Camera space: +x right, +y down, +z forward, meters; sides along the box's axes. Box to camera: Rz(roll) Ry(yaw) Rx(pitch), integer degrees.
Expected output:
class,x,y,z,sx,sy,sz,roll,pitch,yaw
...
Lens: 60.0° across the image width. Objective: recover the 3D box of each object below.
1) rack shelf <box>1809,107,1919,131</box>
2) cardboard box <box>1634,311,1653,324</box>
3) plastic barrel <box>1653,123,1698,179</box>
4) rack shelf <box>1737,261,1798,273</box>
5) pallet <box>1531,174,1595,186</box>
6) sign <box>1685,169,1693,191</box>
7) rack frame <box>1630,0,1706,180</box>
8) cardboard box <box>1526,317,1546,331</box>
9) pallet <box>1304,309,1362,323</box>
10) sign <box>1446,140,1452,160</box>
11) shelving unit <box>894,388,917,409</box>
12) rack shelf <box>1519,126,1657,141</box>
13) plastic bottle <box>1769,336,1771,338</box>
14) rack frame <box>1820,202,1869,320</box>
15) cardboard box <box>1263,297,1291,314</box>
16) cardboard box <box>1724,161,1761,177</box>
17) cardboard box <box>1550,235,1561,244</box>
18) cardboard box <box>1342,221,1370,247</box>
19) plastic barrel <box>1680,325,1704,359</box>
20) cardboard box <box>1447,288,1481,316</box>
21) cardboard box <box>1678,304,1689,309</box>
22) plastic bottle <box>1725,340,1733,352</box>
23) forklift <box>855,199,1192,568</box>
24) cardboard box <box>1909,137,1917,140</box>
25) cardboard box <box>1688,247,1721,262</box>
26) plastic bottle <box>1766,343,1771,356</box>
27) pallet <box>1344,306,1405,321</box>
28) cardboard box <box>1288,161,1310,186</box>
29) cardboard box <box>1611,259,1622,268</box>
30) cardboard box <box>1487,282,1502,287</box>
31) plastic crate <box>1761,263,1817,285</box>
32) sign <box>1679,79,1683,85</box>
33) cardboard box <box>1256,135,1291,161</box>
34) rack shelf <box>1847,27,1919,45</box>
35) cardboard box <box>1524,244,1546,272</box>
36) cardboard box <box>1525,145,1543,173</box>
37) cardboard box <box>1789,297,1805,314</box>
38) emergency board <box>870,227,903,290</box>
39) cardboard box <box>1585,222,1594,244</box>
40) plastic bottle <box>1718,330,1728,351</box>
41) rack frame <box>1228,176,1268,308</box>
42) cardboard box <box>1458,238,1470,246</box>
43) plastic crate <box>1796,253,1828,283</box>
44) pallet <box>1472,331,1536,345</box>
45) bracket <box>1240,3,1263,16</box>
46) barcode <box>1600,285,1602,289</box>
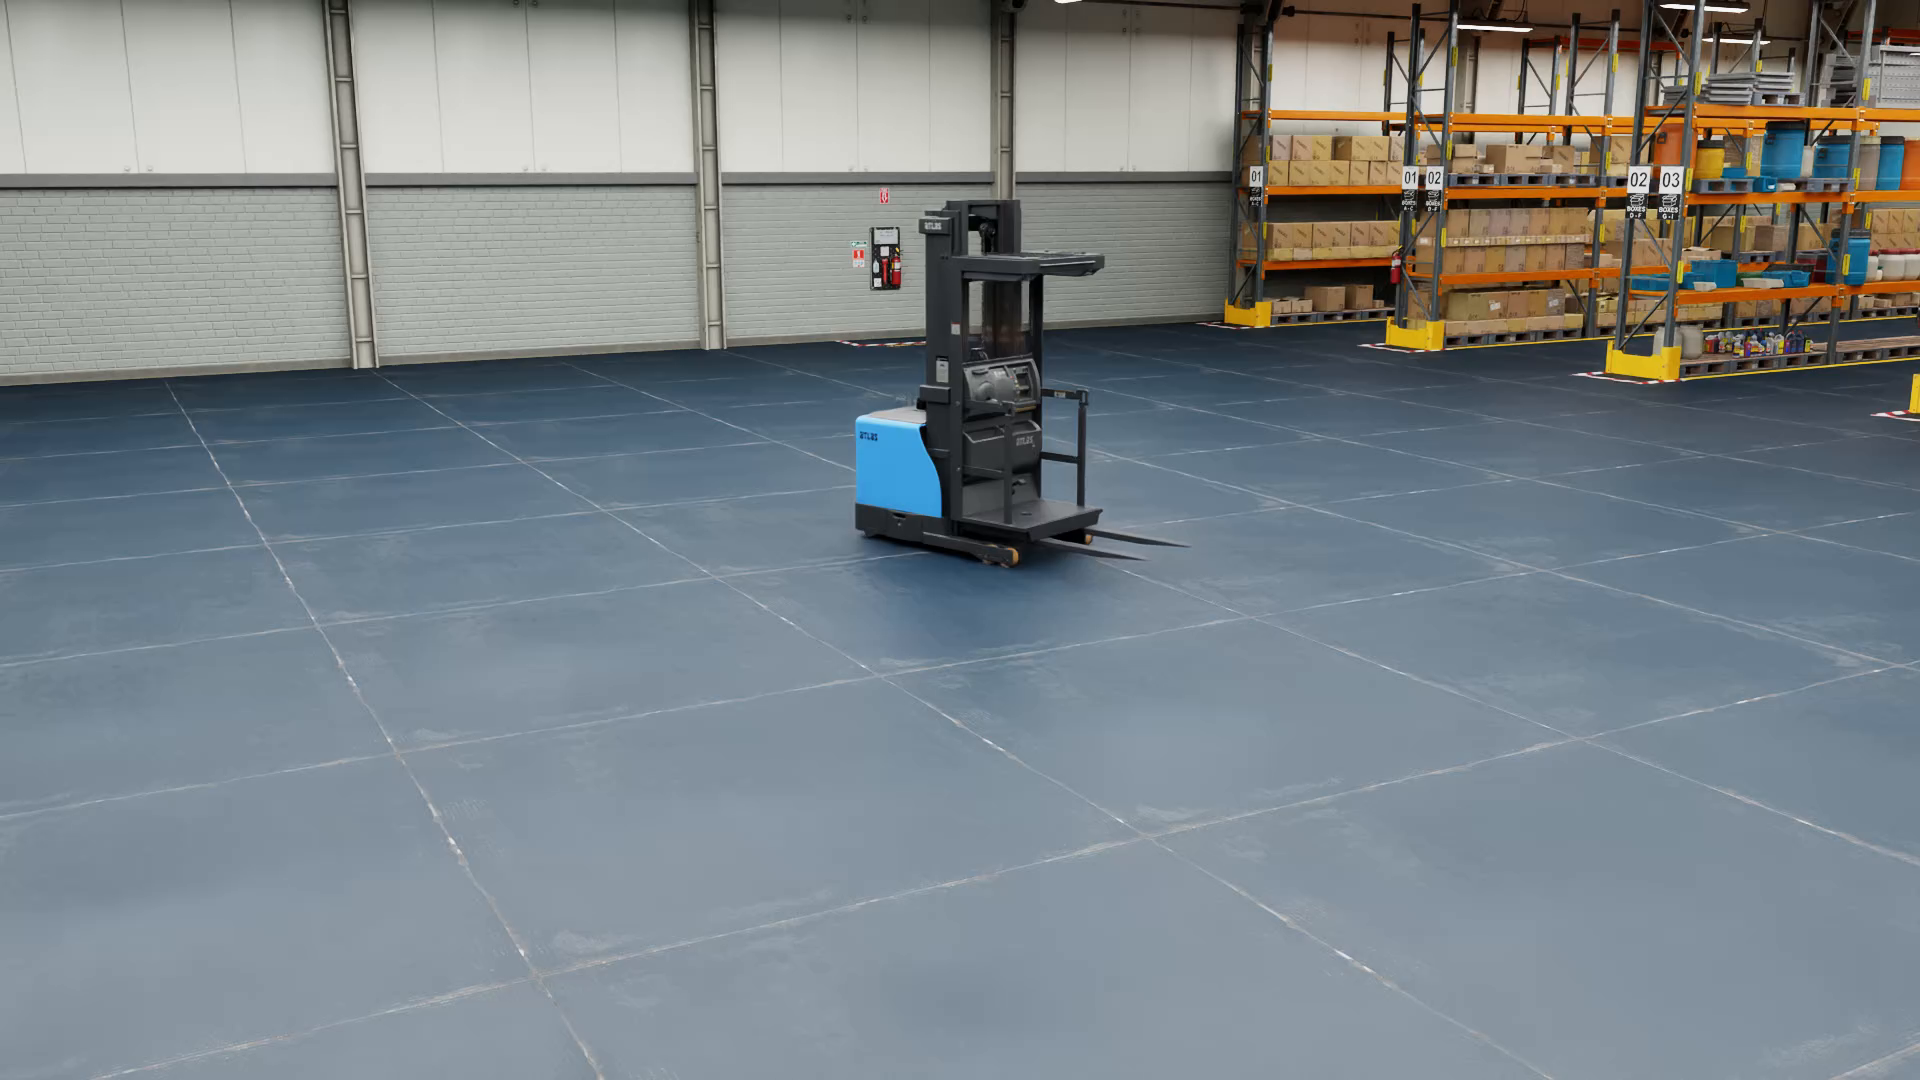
class,x,y,z,sx,sy,sz,roll,pitch,yaw
rack shelf,15.906,-7.038,27.936,4.000,0.370,1.077,-7,14,-28
cardboard box,13.156,-4.369,32.495,0.500,0.250,0.500,-7,15,-30
plastic barrel,11.005,-5.980,25.581,0.708,0.830,0.600,-7,14,-28
rack shelf,17.047,-5.682,34.664,4.000,0.370,1.077,-7,14,-28
pallet,11.044,-6.727,31.040,1.213,0.211,1.003,-7,14,-28
sign,10.900,-5.387,24.864,0.005,0.325,0.100,-7,14,-28
rack frame,10.640,-6.953,25.009,0.127,3.000,1.000,-7,14,-28
cardboard box,10.603,-4.068,31.161,0.500,0.250,0.500,-7,14,-28
pallet,7.759,-4.789,35.409,1.213,0.211,1.003,-7,14,-28
sign,8.530,-6.802,28.999,0.005,0.325,0.100,-7,14,-28
shelving unit,-0.460,-0.794,15.402,0.189,1.200,0.258,6,14,27
rack shelf,14.670,-9.368,38.290,4.000,0.370,1.077,-7,14,-28
plastic bottle,13.200,-3.176,27.074,0.133,0.283,0.061,-7,14,-28
rack frame,18.803,-6.244,35.520,0.127,3.000,1.000,-7,14,-28
cardboard box,6.543,-4.894,34.644,0.500,0.311,0.500,-9,15,-34
cardboard box,15.658,-7.387,33.543,0.500,0.500,0.910,-7,14,-28
cardboard box,10.968,-5.616,31.026,0.250,0.149,0.380,-7,14,-28
cardboard box,8.254,-6.445,35.003,0.500,0.500,0.500,-7,15,-29
plastic barrel,11.621,-3.154,26.502,0.421,0.512,0.421,0,13,0
cardboard box,9.469,-4.432,31.070,0.500,0.500,0.500,-7,14,-28
cardboard box,14.052,-4.749,32.907,0.500,0.311,0.500,-7,14,-28
plastic bottle,12.638,-3.189,27.317,0.097,0.201,0.097,0,13,0
forklift,0.514,-1.332,13.854,3.031,2.935,1.130,11,17,40
cardboard box,20.154,-8.381,35.682,0.500,0.500,0.700,-7,14,-28
cardboard box,14.951,-5.749,33.528,0.500,0.311,0.500,-6,14,-24
plastic bottle,13.037,-3.085,26.856,0.097,0.201,0.097,0,13,0
pallet,8.831,-4.918,35.983,1.213,0.211,1.003,-7,14,-28
cardboard box,6.795,-7.494,33.971,0.500,0.500,0.500,-6,14,-24
cardboard box,12.656,-5.333,32.047,0.250,0.149,0.380,-7,14,-28
cardboard box,11.800,-5.655,37.594,0.500,0.500,0.700,-7,14,-28
plastic crate,13.630,-4.386,27.408,0.504,0.338,0.767,-7,14,-28
sign,16.696,-10.516,38.531,0.005,0.325,0.100,-7,14,-28
cardboard box,6.347,-7.939,33.671,0.500,0.500,0.500,-8,15,-32
rack shelf,20.558,-10.651,35.511,4.000,0.370,1.077,-7,14,-28
cardboard box,10.492,-5.294,31.074,0.500,0.500,0.700,-7,14,-27
cardboard box,10.275,-7.040,30.717,0.637,0.503,0.797,-5,14,-22
cardboard box,17.183,-4.975,34.573,0.500,0.500,0.500,-7,15,-30
emergency board,-1.361,-5.292,31.292,0.643,1.169,0.194,-7,14,-28
cardboard box,14.364,-7.088,38.321,0.500,0.500,0.500,-7,14,-28
plastic bottle,12.541,-3.280,27.384,0.185,0.351,0.144,-6,14,-26
rack frame,5.893,-5.935,34.151,0.127,3.000,1.000,-7,14,-28
cardboard box,8.948,-5.374,29.953,0.250,0.149,0.380,-7,15,-29
plastic crate,14.429,-4.588,28.019,0.583,0.464,0.402,-7,14,-28
pallet,9.990,-3.837,31.177,1.213,0.211,1.003,-7,14,-28
bracket,5.899,-10.747,33.667,0.430,0.232,0.235,-7,14,-28
barcode,12.204,-4.812,31.664,0.075,0.075,0.001,-7,14,-28
